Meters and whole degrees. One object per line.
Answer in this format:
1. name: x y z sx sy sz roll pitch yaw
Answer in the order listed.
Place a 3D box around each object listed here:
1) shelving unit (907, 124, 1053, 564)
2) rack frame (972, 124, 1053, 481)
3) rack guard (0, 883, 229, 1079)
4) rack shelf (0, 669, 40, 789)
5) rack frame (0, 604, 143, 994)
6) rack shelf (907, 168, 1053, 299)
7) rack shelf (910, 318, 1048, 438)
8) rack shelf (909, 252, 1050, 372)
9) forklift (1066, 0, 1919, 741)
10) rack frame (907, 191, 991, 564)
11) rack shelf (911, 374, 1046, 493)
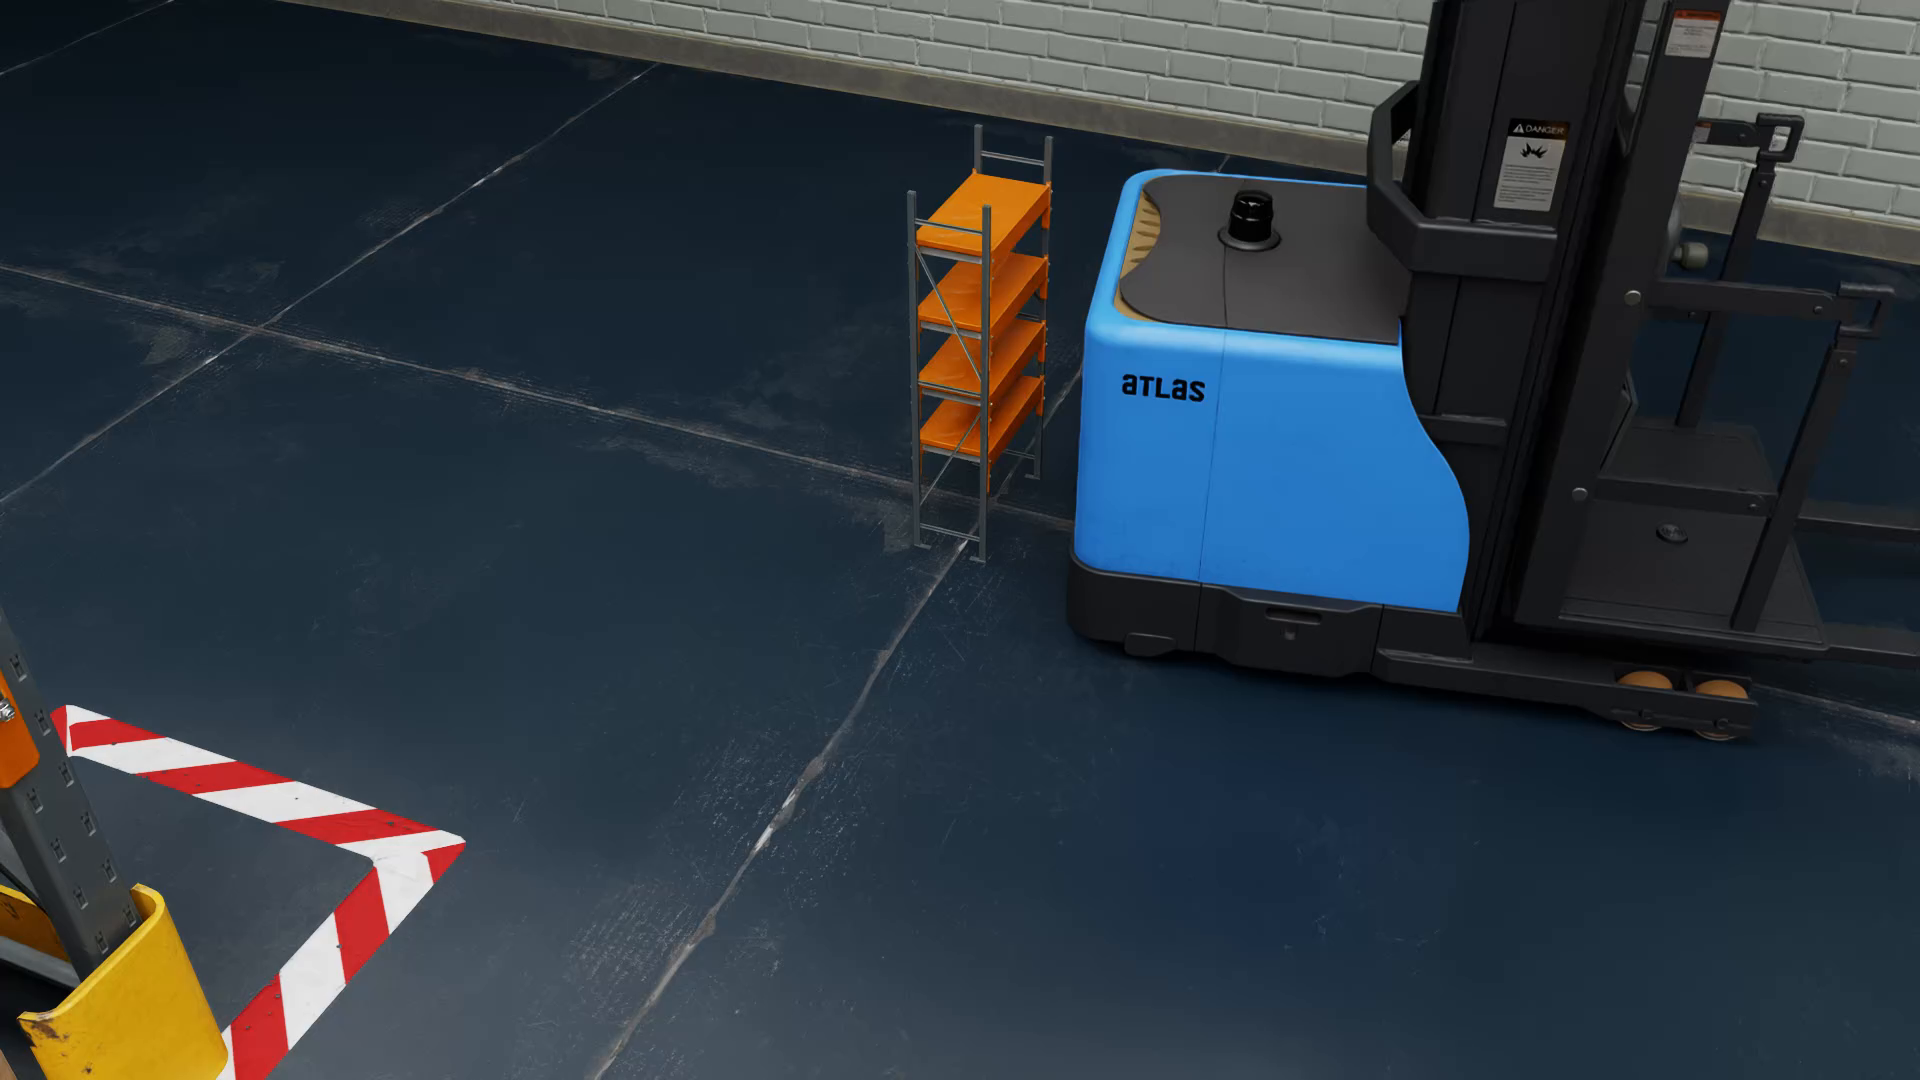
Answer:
1. shelving unit: 0.063 -0.572 5.013 0.258 1.200 0.503 14 39 18
2. rack frame: 0.156 -0.707 5.194 0.240 1.200 0.015 14 39 18
3. rack guard: -2.215 0.903 3.625 1.175 0.500 0.348 14 39 18
4. rack shelf: -2.947 1.255 1.666 1.077 0.370 4.000 14 39 18
5. rack frame: -2.186 -0.141 2.933 1.000 3.000 0.127 14 39 18
6. rack shelf: 0.063 -0.887 4.778 0.258 0.148 0.480 14 39 18
7. rack shelf: 0.063 -0.518 5.054 0.258 0.148 0.480 14 39 18
8. rack shelf: 0.063 -0.698 4.920 0.258 0.148 0.480 14 39 18
9. forklift: 1.877 -0.977 4.109 3.031 2.935 1.130 7 37 9
10. rack frame: -0.030 -0.437 4.833 0.240 1.200 0.015 14 39 18
11. rack shelf: 0.063 -0.359 5.173 0.258 0.148 0.480 14 39 18
